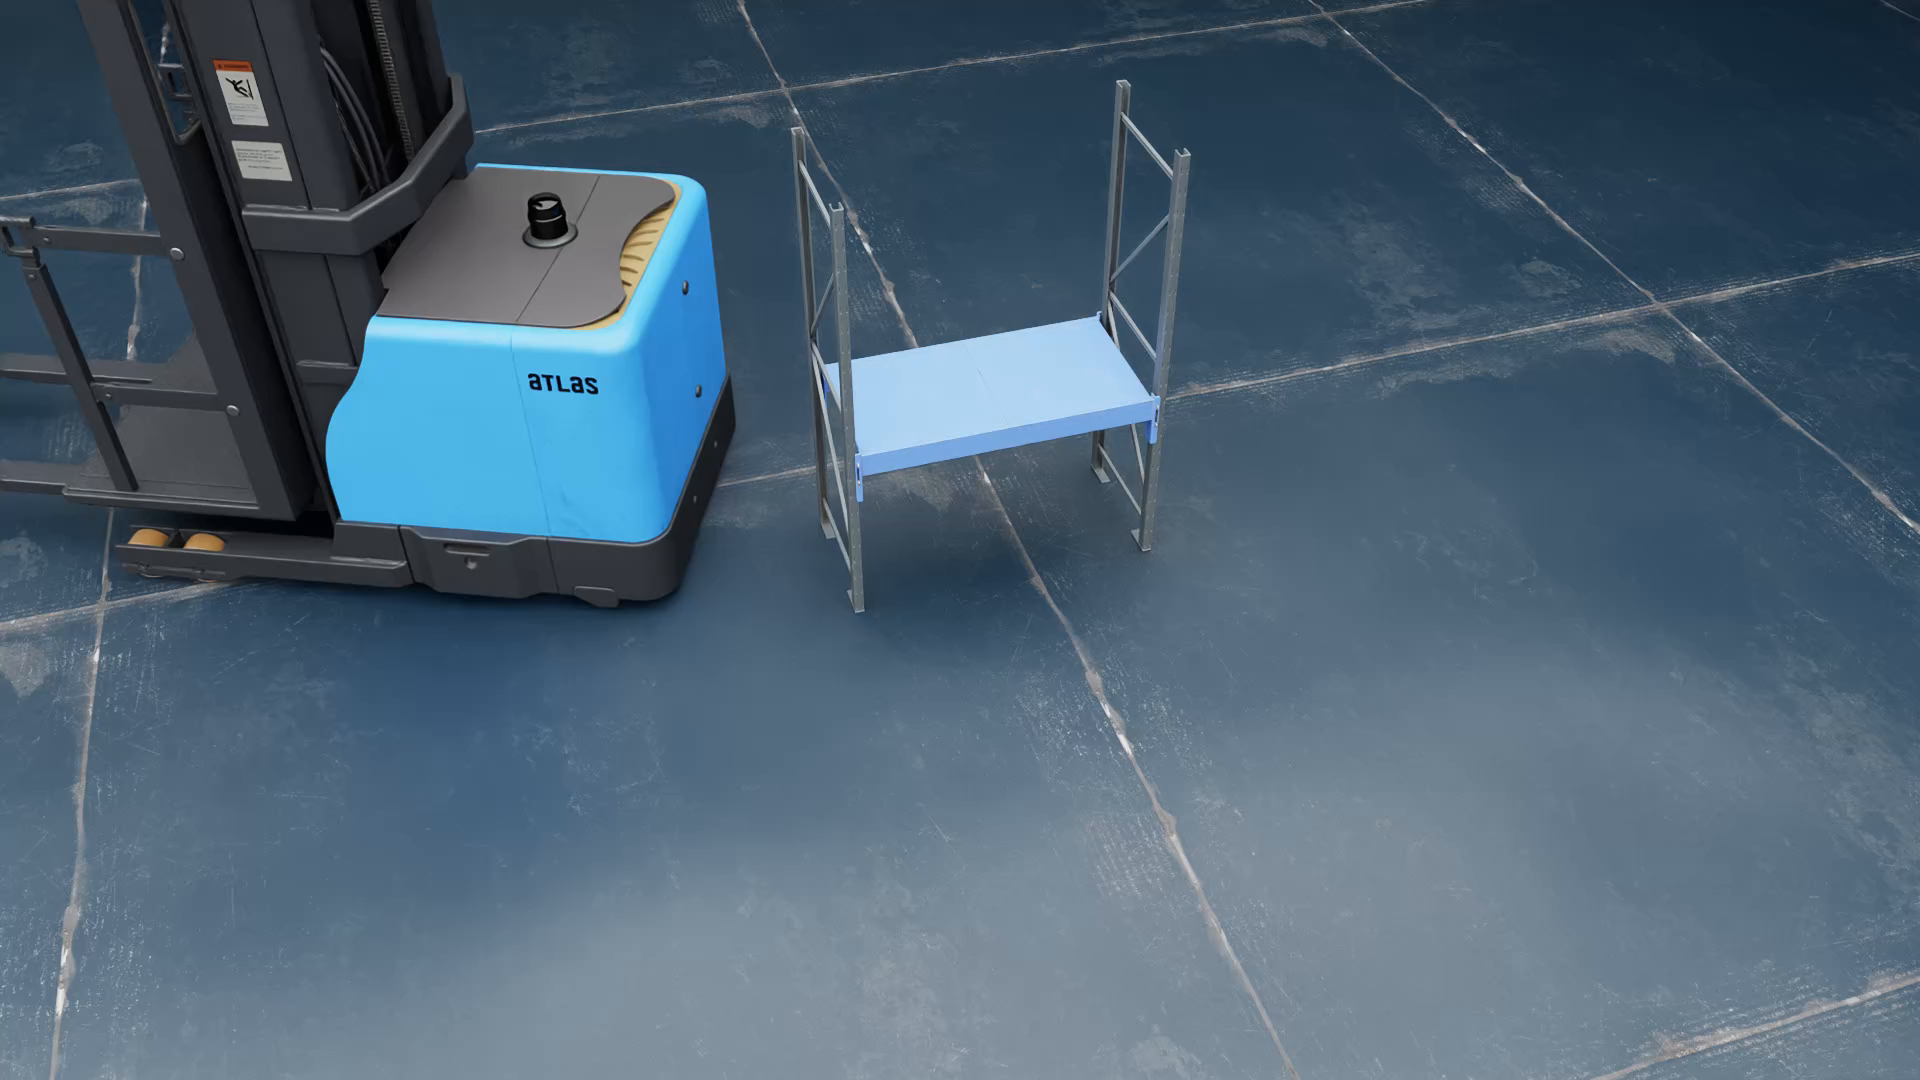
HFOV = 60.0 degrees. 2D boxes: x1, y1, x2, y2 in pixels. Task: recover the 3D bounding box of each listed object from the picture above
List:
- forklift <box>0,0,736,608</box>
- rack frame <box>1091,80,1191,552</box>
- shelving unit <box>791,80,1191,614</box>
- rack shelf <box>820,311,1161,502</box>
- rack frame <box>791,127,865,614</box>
[{"bbox_3d":[-2.378,-1.302,5.012,3.031,2.935,1.130,4,41,5],"label":"forklift"},{"bbox_3d":[0.566,-0.682,5.391,0.032,1.500,0.500,-12,42,-13],"label":"rack frame"},{"bbox_3d":[0.081,-0.582,5.276,1.048,1.500,0.538,-12,42,-13],"label":"shelving unit"},{"bbox_3d":[0.081,-0.446,5.394,1.000,0.185,0.538,-12,42,-13],"label":"rack shelf"},{"bbox_3d":[-0.404,-0.481,5.161,0.032,1.500,0.500,-12,42,-13],"label":"rack frame"}]
